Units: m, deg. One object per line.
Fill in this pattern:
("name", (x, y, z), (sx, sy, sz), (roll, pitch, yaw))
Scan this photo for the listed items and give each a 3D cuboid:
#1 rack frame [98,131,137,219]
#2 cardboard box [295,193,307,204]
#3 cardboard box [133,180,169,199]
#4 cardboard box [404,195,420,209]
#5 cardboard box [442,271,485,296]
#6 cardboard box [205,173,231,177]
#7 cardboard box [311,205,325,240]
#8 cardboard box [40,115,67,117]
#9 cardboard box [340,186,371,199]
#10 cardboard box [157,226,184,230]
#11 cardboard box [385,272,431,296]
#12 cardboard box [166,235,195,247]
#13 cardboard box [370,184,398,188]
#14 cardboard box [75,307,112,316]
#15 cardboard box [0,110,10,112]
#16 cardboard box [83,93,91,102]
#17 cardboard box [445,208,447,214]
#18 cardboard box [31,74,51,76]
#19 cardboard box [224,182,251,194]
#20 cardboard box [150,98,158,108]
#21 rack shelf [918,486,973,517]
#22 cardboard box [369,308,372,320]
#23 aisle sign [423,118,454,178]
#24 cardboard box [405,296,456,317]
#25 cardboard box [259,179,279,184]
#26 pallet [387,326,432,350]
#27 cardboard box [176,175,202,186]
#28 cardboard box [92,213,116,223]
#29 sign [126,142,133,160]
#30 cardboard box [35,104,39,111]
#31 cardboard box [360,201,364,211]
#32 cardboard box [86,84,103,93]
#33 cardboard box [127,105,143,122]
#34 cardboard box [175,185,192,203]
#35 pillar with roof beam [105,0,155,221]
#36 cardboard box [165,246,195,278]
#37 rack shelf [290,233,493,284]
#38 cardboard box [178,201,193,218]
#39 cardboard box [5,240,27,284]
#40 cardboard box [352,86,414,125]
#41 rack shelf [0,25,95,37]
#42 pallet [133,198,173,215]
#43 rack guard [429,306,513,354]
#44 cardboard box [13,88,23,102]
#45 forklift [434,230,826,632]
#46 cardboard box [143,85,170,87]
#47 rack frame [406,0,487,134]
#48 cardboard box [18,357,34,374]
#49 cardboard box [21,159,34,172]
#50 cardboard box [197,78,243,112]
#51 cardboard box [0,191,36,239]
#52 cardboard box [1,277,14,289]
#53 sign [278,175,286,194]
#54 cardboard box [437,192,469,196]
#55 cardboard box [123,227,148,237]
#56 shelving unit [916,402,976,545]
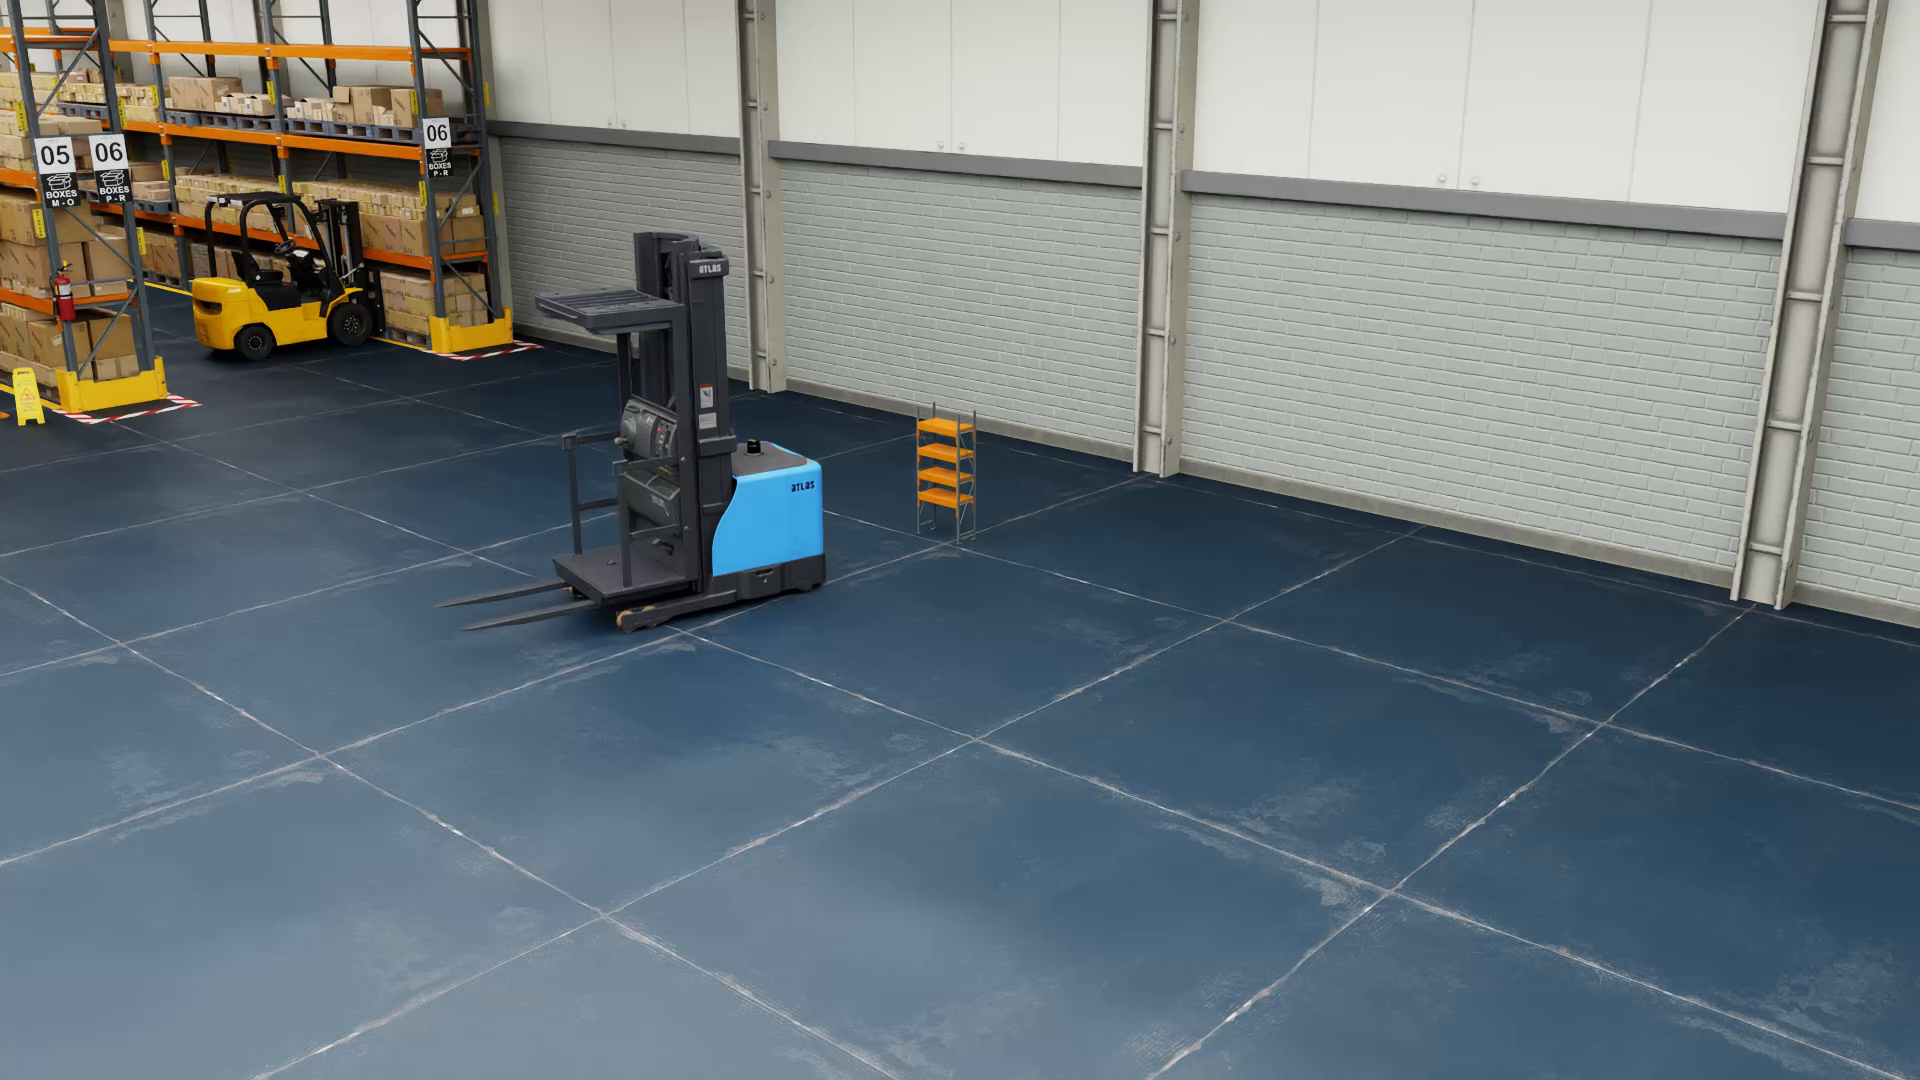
("rack frame", (-15.976, -6.621, 31.017), (0.127, 3.000, 1.000), (15, 23, 39))
("cardboard box", (-9.928, -5.248, 25.453), (0.250, 0.149, 0.380), (15, 23, 38))
("cardboard box", (-13.988, -6.085, 28.882), (0.500, 0.250, 0.500), (14, 22, 37))
("cardboard box", (-7.613, -4.777, 23.477), (0.250, 0.149, 0.380), (15, 23, 39))
("cardboard box", (-7.234, -3.717, 24.065), (0.500, 0.250, 0.500), (15, 23, 38))
("cardboard box", (-12.606, -6.156, 28.311), (0.250, 0.149, 0.380), (16, 24, 41))
("cardboard box", (-9.433, -4.814, 25.156), (0.500, 0.500, 0.500), (16, 23, 40))
("cardboard box", (-11.296, -5.173, 20.592), (0.250, 0.149, 0.380), (16, 24, 41))
("cardboard box", (-8.935, -5.142, 24.625), (0.250, 0.149, 0.380), (15, 23, 39))
("cardboard box", (-14.344, -5.623, 30.236), (0.250, 0.149, 0.380), (14, 22, 37))
("cardboard box", (-7.938, -3.701, 24.014), (0.500, 0.250, 0.500), (16, 23, 40))
("cardboard box", (-13.521, -5.178, 28.834), (0.250, 0.149, 0.380), (14, 22, 37))
("cardboard box", (-8.616, -5.254, 24.977), (0.250, 0.149, 0.380), (15, 23, 39))
("cardboard box", (-11.124, -2.668, 21.172), (0.500, 0.500, 0.500), (14, 22, 37))
("cardboard box", (-12.657, -5.532, 21.723), (0.250, 0.149, 0.380), (14, 23, 38))
("cardboard box", (-15.251, -7.825, 29.405), (0.250, 0.149, 0.380), (15, 23, 39))
("cardboard box", (-7.309, -4.731, 23.822), (0.250, 0.149, 0.380), (15, 23, 39))
("cardboard box", (-17.272, -8.610, 31.254), (0.500, 0.250, 0.500), (16, 23, 40))
("cardboard box", (-11.620, -5.676, 26.800), (0.250, 0.149, 0.380), (14, 23, 38))
("cardboard box", (-13.409, -7.383, 28.047), (0.250, 0.149, 0.380), (16, 23, 40))
("rack shelf", (-0.124, -0.352, 15.115), (0.480, 0.148, 0.258), (15, 23, 39))
("cardboard box", (-8.699, -3.428, 24.806), (0.500, 0.250, 0.500), (16, 24, 41))
("aisle sign", (-7.146, -5.371, 22.780), (0.004, 0.787, 0.394), (15, 23, 39))
("cardboard box", (-7.572, -3.367, 23.786), (0.500, 0.250, 0.500), (15, 23, 39))
("cardboard box", (-11.222, -5.808, 27.215), (0.250, 0.149, 0.380), (15, 23, 40))
("pallet", (-7.600, -3.027, 24.300), (1.213, 0.211, 1.003), (15, 23, 39))
("cardboard box", (-12.941, -6.044, 27.961), (0.250, 0.149, 0.380), (16, 24, 41))
("cardboard box", (-15.844, -5.963, 30.815), (0.250, 0.149, 0.380), (15, 23, 38))
("sign", (-15.610, -7.300, 31.239), (0.005, 0.325, 0.100), (15, 23, 39))
("cardboard box", (-17.178, -8.153, 31.300), (0.250, 0.149, 0.380), (16, 24, 41))
("cardboard box", (-8.548, -4.898, 24.347), (0.250, 0.149, 0.380), (15, 23, 39))
("cardboard box", (-15.195, -7.980, 29.403), (0.250, 0.149, 0.380), (15, 23, 40))
("cardboard box", (-13.905, -7.325, 28.524), (0.500, 0.250, 0.500), (15, 23, 39))
("cardboard box", (-12.831, -5.835, 27.960), (0.500, 0.250, 0.500), (15, 23, 39))
("pillar with roof beam", (-18.756, -8.851, 28.123), (0.400, 9.000, 9.100), (15, 23, 39))
("cardboard box", (-13.443, -4.863, 28.915), (0.500, 0.500, 0.500), (16, 24, 41))
("rack shelf", (-8.496, -4.271, 24.799), (4.000, 0.370, 1.077), (15, 23, 39))
("cardboard box", (-12.814, -5.602, 28.054), (0.500, 0.250, 0.500), (15, 23, 39))
("cardboard box", (-11.253, -3.426, 20.291), (0.500, 0.500, 0.500), (15, 23, 39))
("cardboard box", (-8.193, -6.199, 23.703), (0.500, 0.500, 0.700), (15, 23, 40))
("rack shelf", (-17.472, -9.538, 31.484), (4.000, 0.370, 1.077), (15, 23, 39))
("pallet", (-13.537, -5.847, 28.894), (1.003, 0.211, 1.213), (15, 23, 39))
("rack guard", (-6.982, -3.016, 23.788), (0.348, 0.500, 1.175), (15, 23, 39))
("cardboard box", (-17.646, -8.472, 31.645), (0.500, 0.250, 0.500), (15, 23, 38))
("forklift", (-2.618, -0.864, 12.989), (3.031, 2.935, 1.130), (-12, 21, -33))
("cardboard box", (-14.063, -7.885, 29.138), (0.250, 0.149, 0.380), (15, 23, 39))
("rack frame", (-7.000, -7.071, 22.517), (0.127, 3.000, 1.000), (15, 23, 39))
("cardboard box", (-11.458, -2.185, 20.889), (0.500, 0.250, 0.500), (15, 23, 39))
("cardboard box", (-10.745, -4.407, 19.494), (0.250, 0.149, 0.380), (15, 23, 39))
("cardboard box", (-11.843, -7.138, 26.662), (0.500, 0.500, 0.500), (16, 23, 41))
("cardboard box", (-11.643, -3.990, 20.415), (0.500, 0.500, 0.700), (15, 23, 39))
("cardboard box", (-11.717, -3.236, 20.765), (0.250, 0.149, 0.380), (15, 23, 39))
("sign", (-10.345, -5.404, 25.399), (0.005, 0.325, 0.100), (15, 23, 39))
("cardboard box", (-7.267, -4.894, 23.844), (0.250, 0.149, 0.380), (16, 24, 41))
("cardboard box", (-14.866, -5.559, 30.035), (0.250, 0.149, 0.380), (16, 24, 41))
("shelving unit", (-0.124, -0.605, 15.035), (0.503, 1.200, 0.258), (15, 23, 39))
